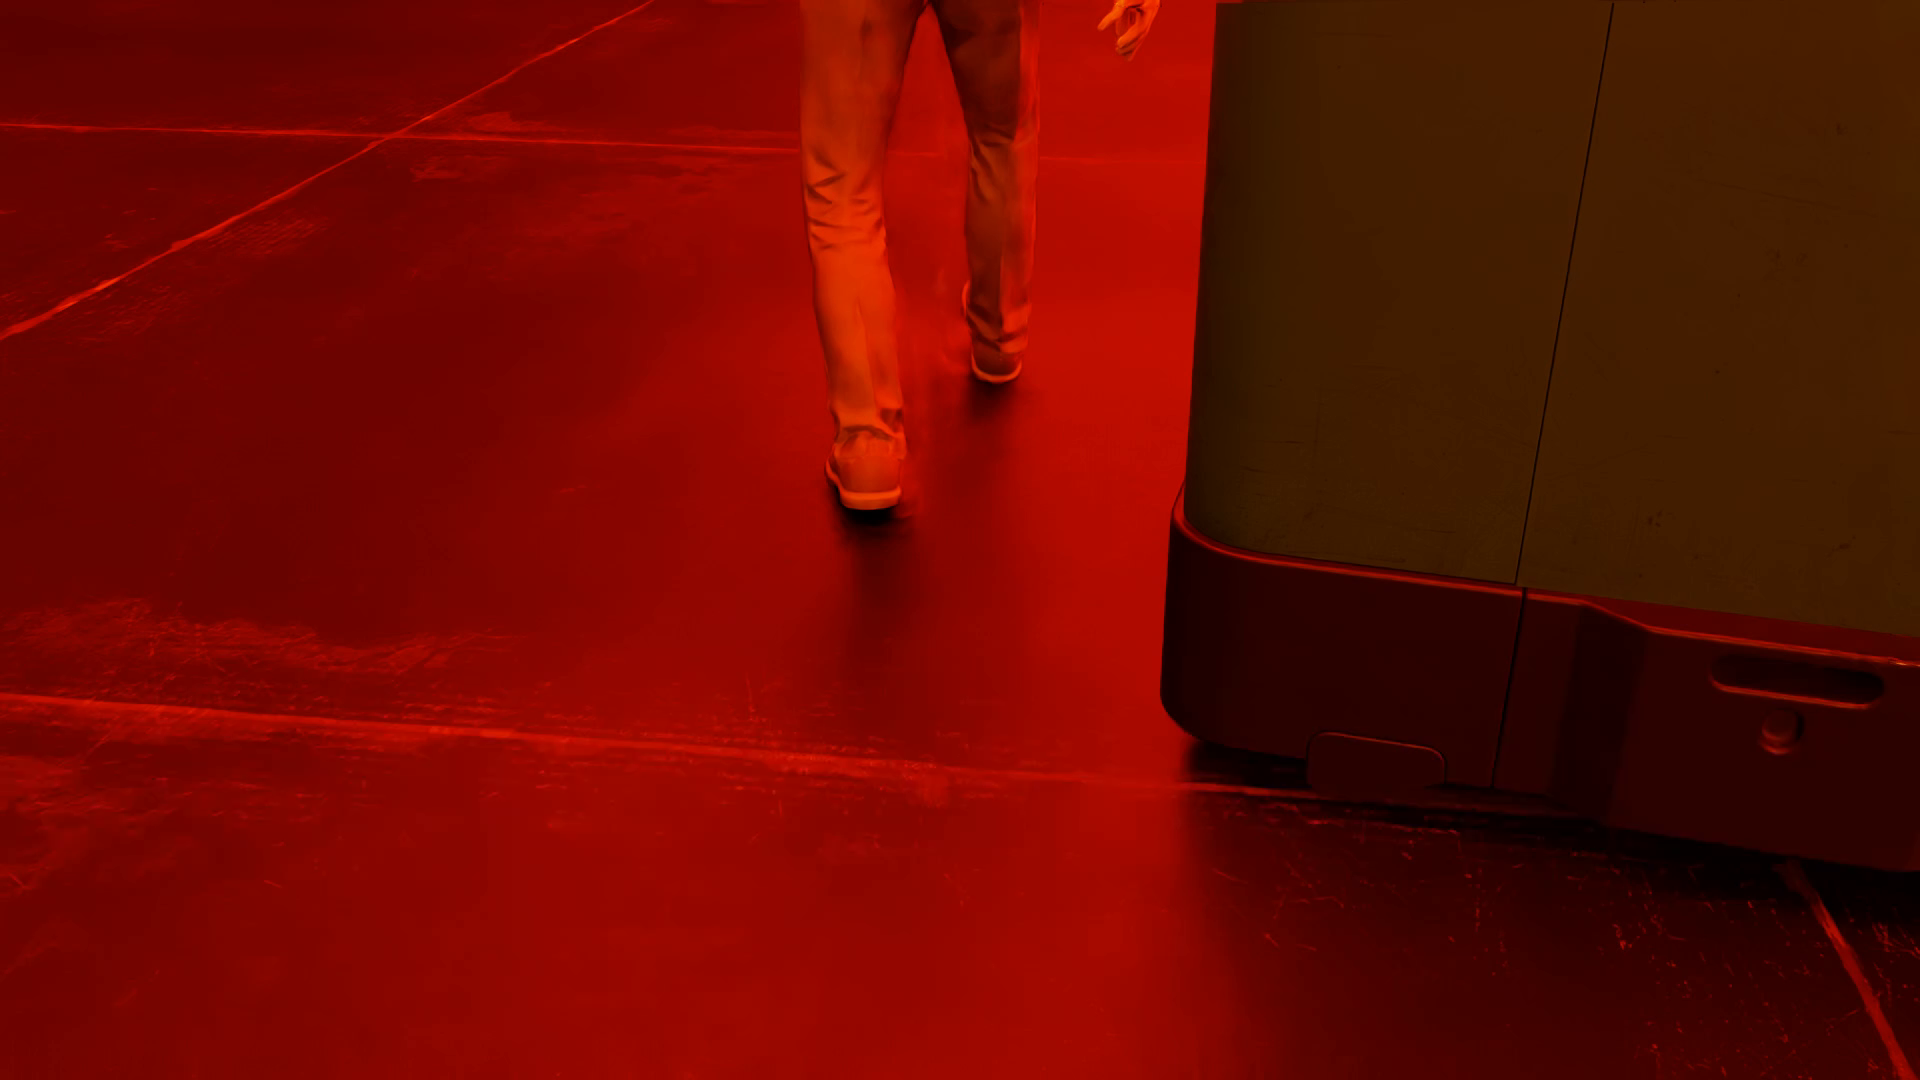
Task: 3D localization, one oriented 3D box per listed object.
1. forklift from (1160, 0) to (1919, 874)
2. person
[{"bbox_3d":[1.812,-1.059,1.339,3.031,2.935,1.130,8,27,15],"label":"forklift"},{"bbox_3d":[-0.017,-0.922,2.577,0.608,1.603,0.839,-3,27,-7],"label":"person"}]
